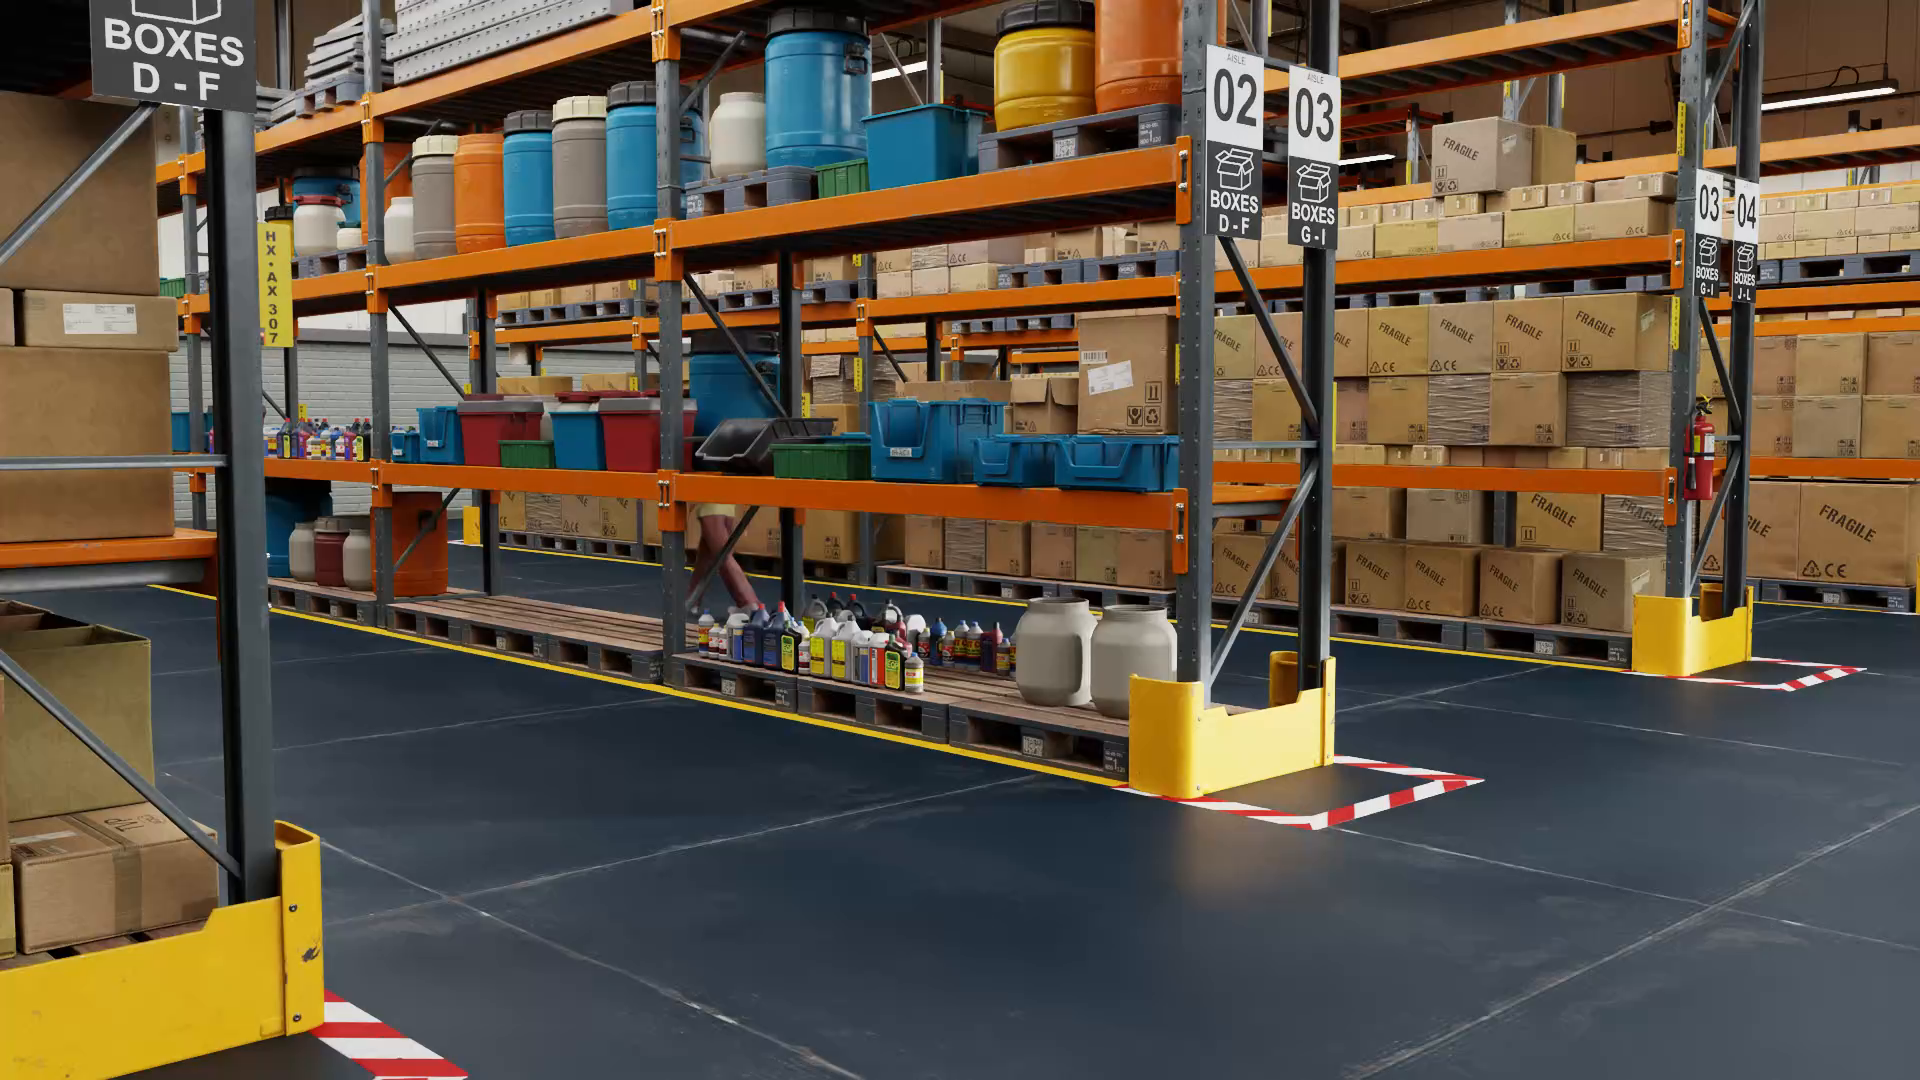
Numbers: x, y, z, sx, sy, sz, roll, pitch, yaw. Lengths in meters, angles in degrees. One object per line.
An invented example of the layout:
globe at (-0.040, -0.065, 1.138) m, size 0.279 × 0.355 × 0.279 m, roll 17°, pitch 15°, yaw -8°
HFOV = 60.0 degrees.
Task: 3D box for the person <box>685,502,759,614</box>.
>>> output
person at (-2.041, -0.181, 13.596) m, size 1.021 × 1.616 × 0.465 m, roll 2°, pitch 5°, yaw 32°
